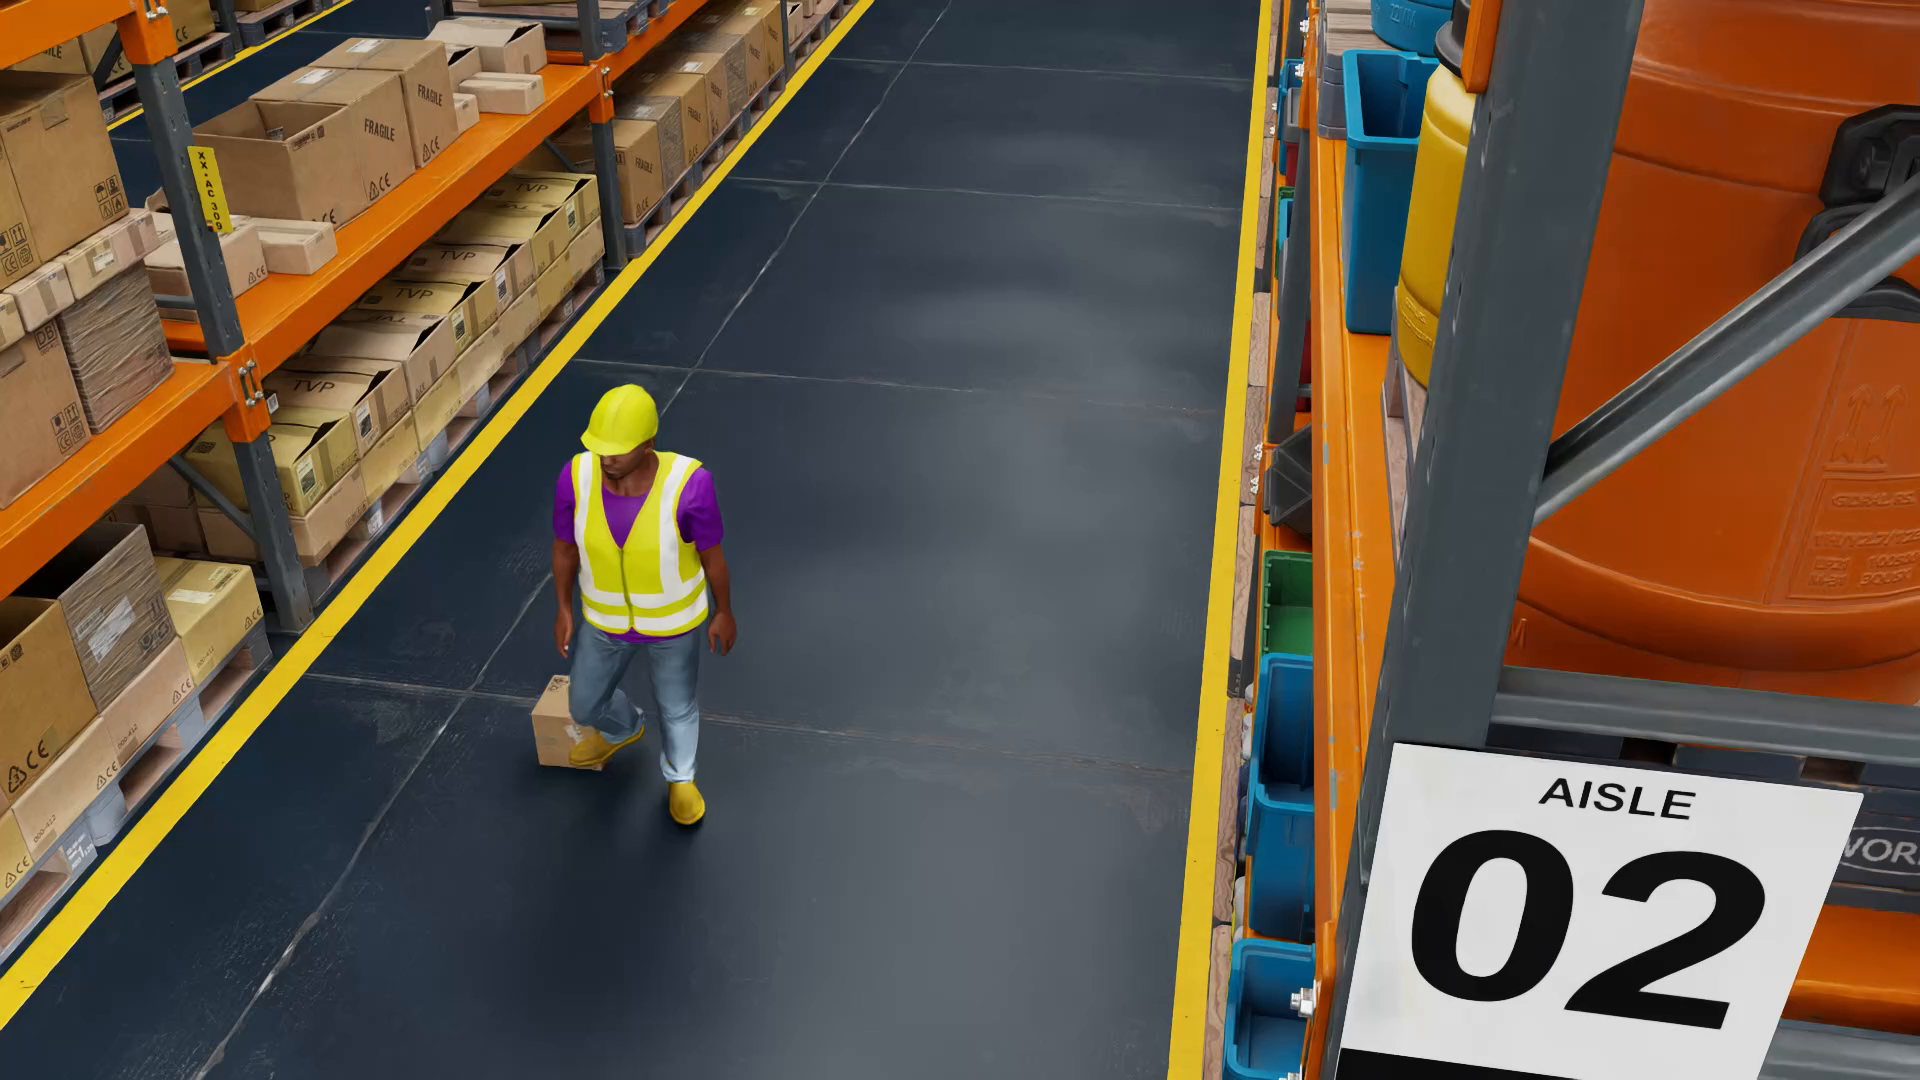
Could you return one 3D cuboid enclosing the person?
[{"bbox_3d":[-1.134,0.217,5.743,0.717,1.757,0.523,3,32,5],"label":"person"}]
